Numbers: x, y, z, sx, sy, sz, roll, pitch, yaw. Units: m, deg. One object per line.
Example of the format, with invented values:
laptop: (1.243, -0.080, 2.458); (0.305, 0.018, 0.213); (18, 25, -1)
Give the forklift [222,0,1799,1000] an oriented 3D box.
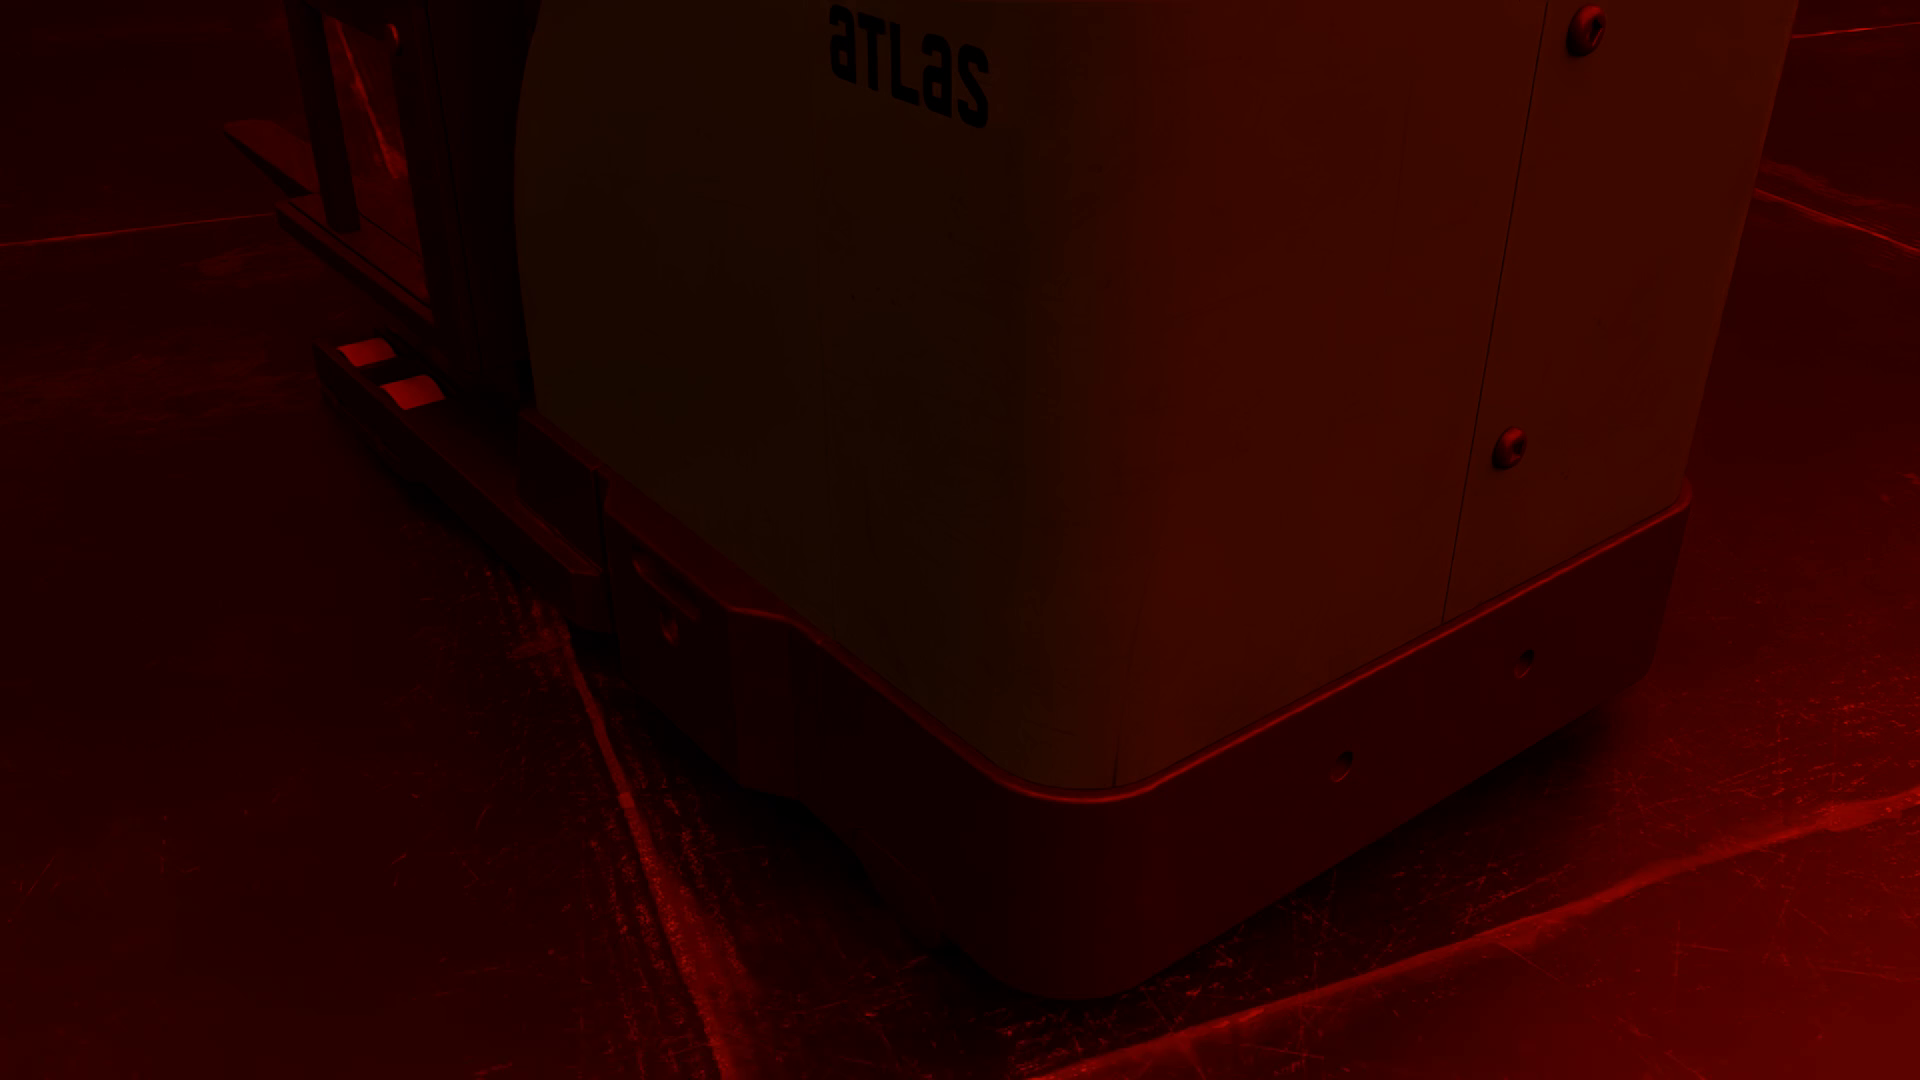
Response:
forklift: (-0.424, -1.502, 2.175); (1.130, 2.935, 3.031); (-21, 36, -32)
